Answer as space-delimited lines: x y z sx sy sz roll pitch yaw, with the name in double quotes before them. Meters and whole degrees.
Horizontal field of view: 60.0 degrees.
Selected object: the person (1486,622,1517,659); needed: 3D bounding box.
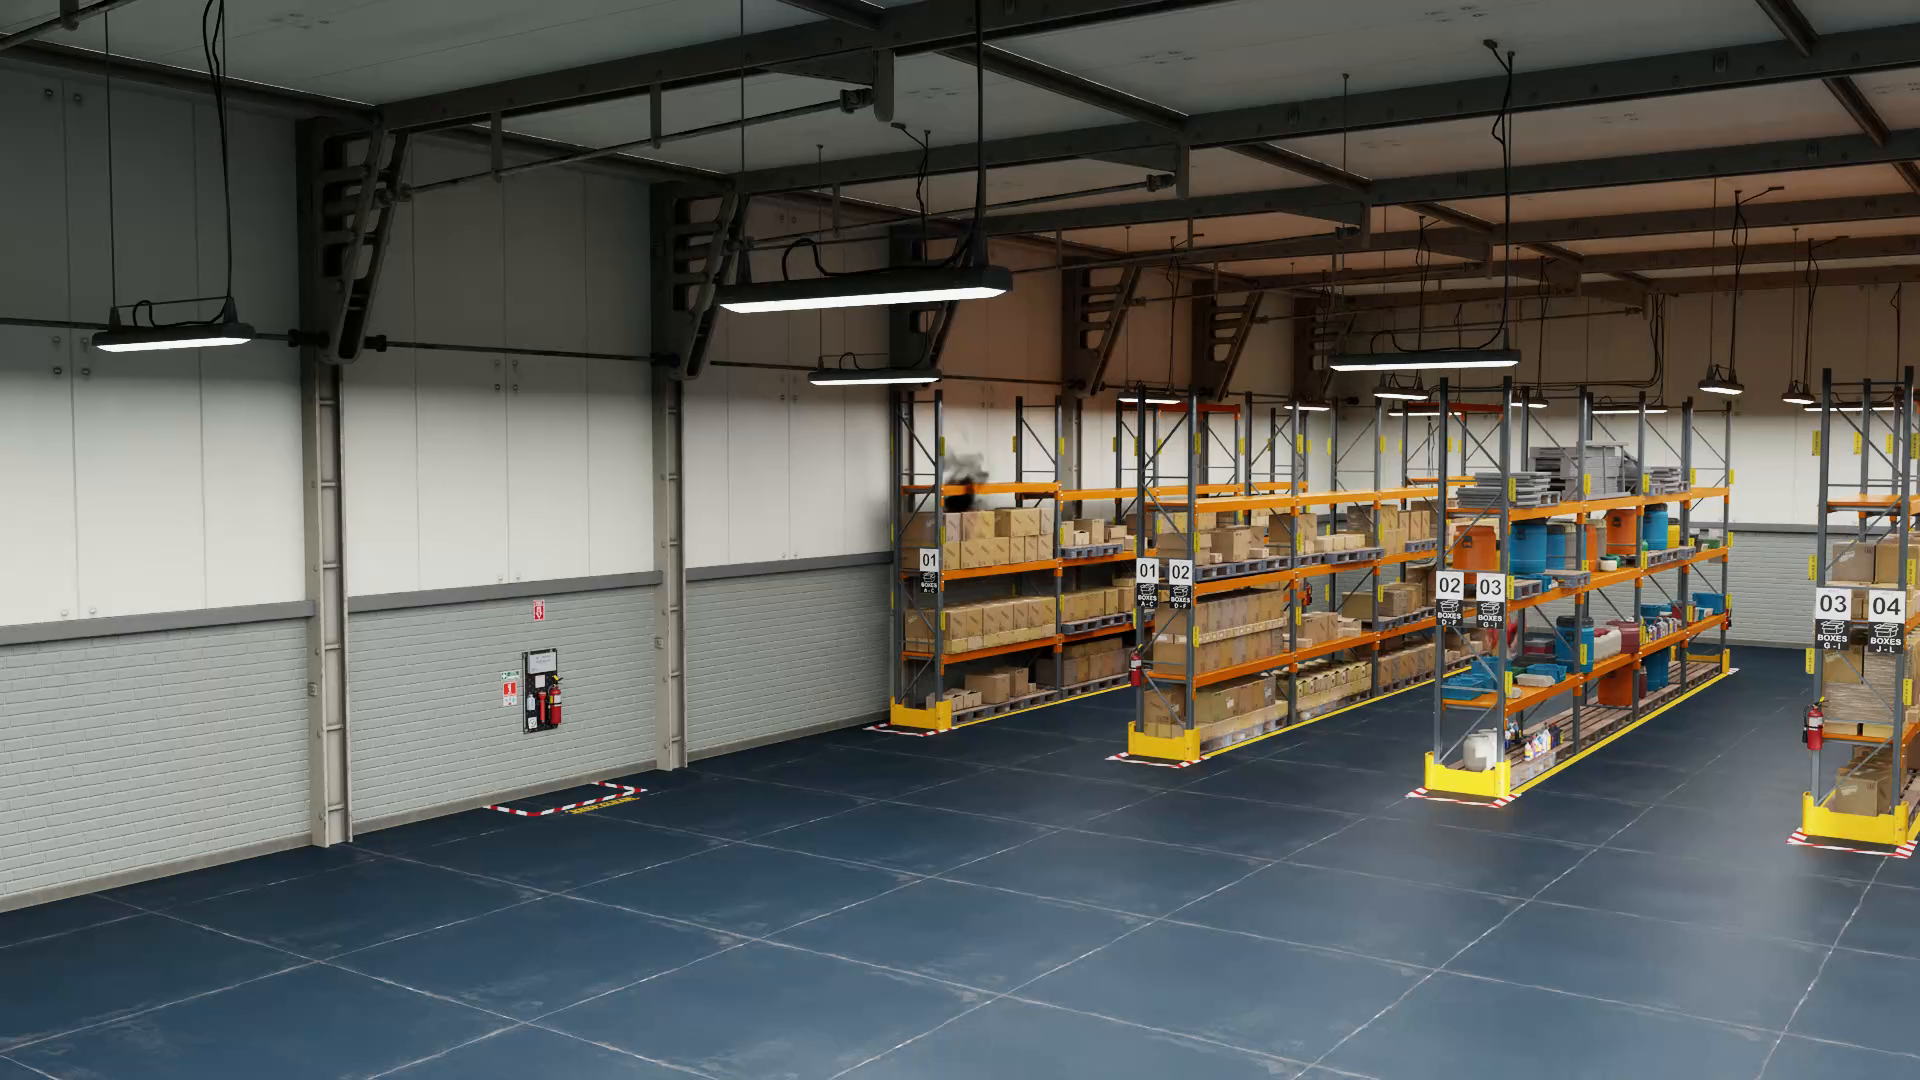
"person" 11.002 2.263 33.732 0.662 1.696 0.784 1 3 20
